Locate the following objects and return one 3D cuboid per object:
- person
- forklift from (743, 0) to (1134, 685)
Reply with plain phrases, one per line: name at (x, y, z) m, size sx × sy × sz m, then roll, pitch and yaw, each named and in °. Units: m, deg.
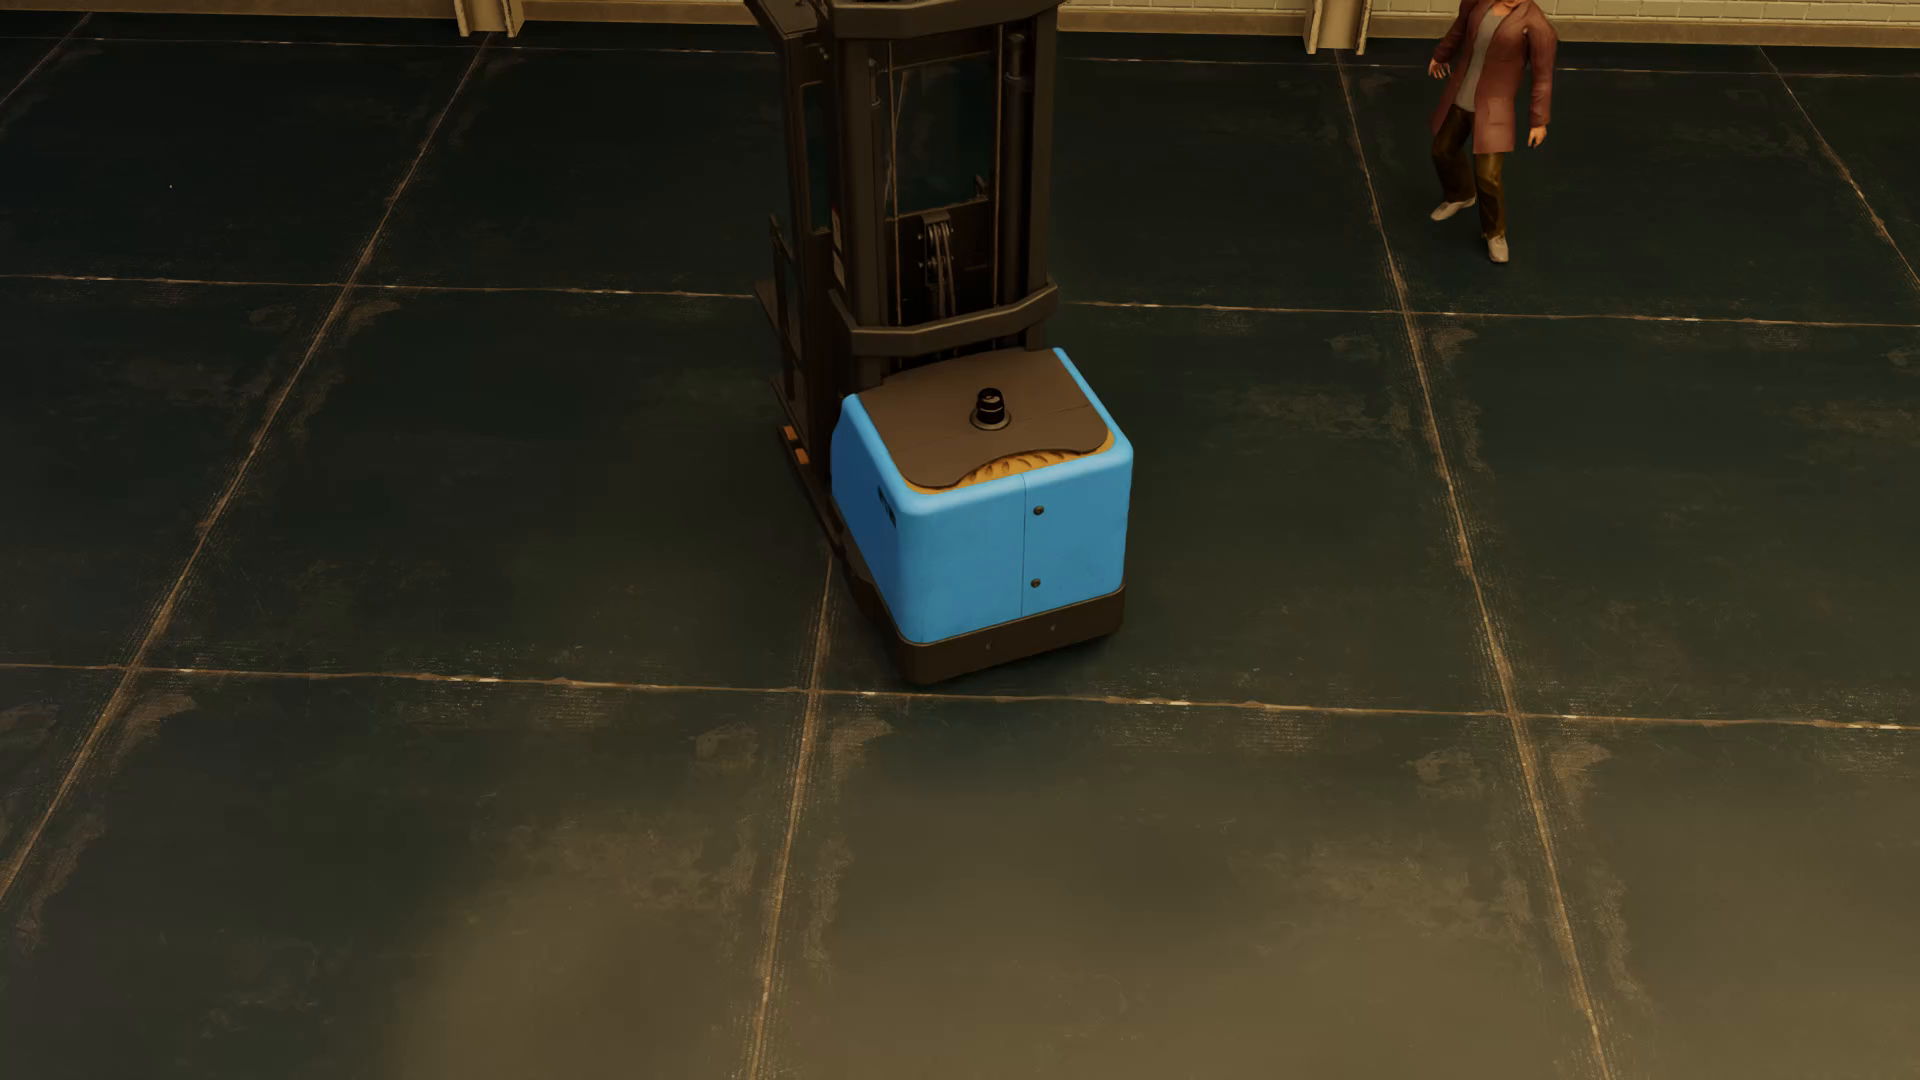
person at (2.991, -2.504, 9.429) m, size 0.550 × 1.759 × 0.932 m, roll -23°, pitch 47°, yaw -23°
forklift at (-0.275, -1.468, 7.350) m, size 1.130 × 2.935 × 3.031 m, roll -14°, pitch 44°, yaw -15°
